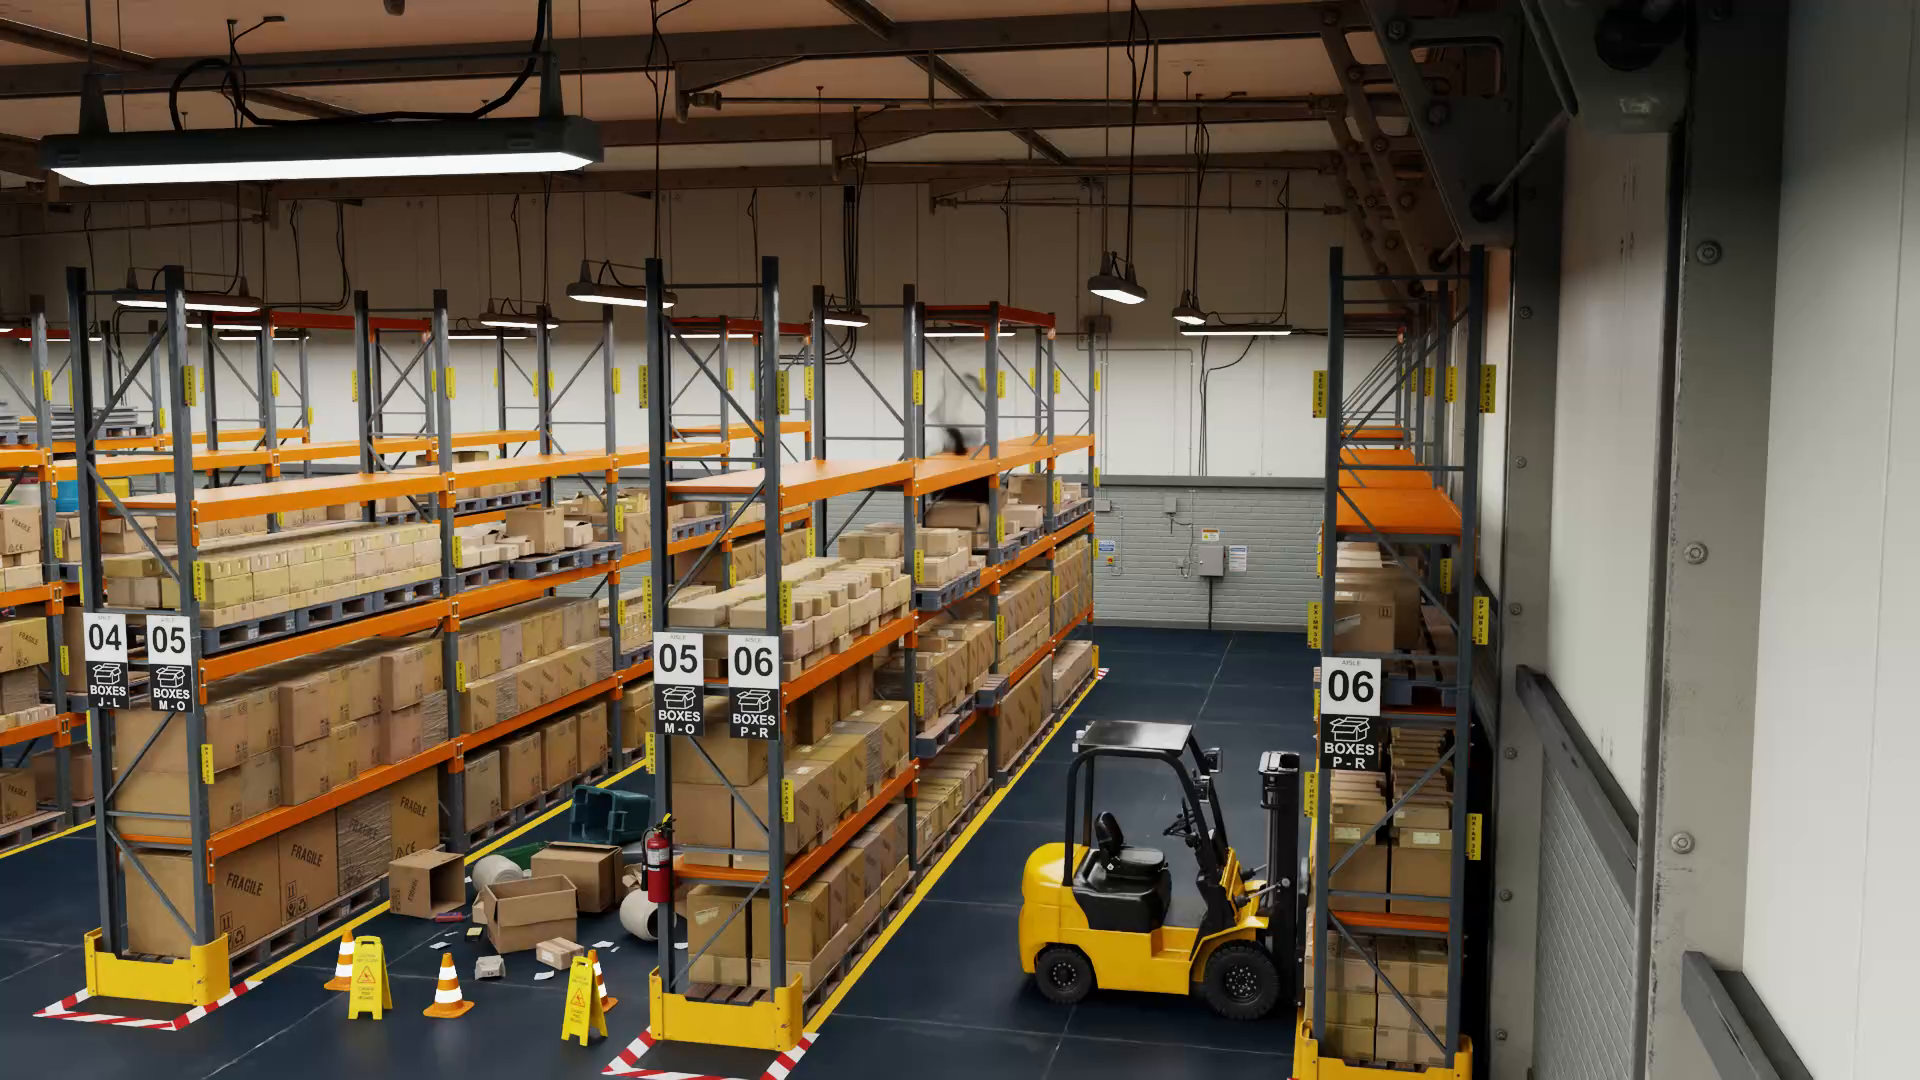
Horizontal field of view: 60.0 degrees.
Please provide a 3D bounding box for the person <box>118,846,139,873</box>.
[{"bbox_3d":[-7.945,2.726,16.030,0.566,1.670,0.571,1,6,7],"label":"person"}]
